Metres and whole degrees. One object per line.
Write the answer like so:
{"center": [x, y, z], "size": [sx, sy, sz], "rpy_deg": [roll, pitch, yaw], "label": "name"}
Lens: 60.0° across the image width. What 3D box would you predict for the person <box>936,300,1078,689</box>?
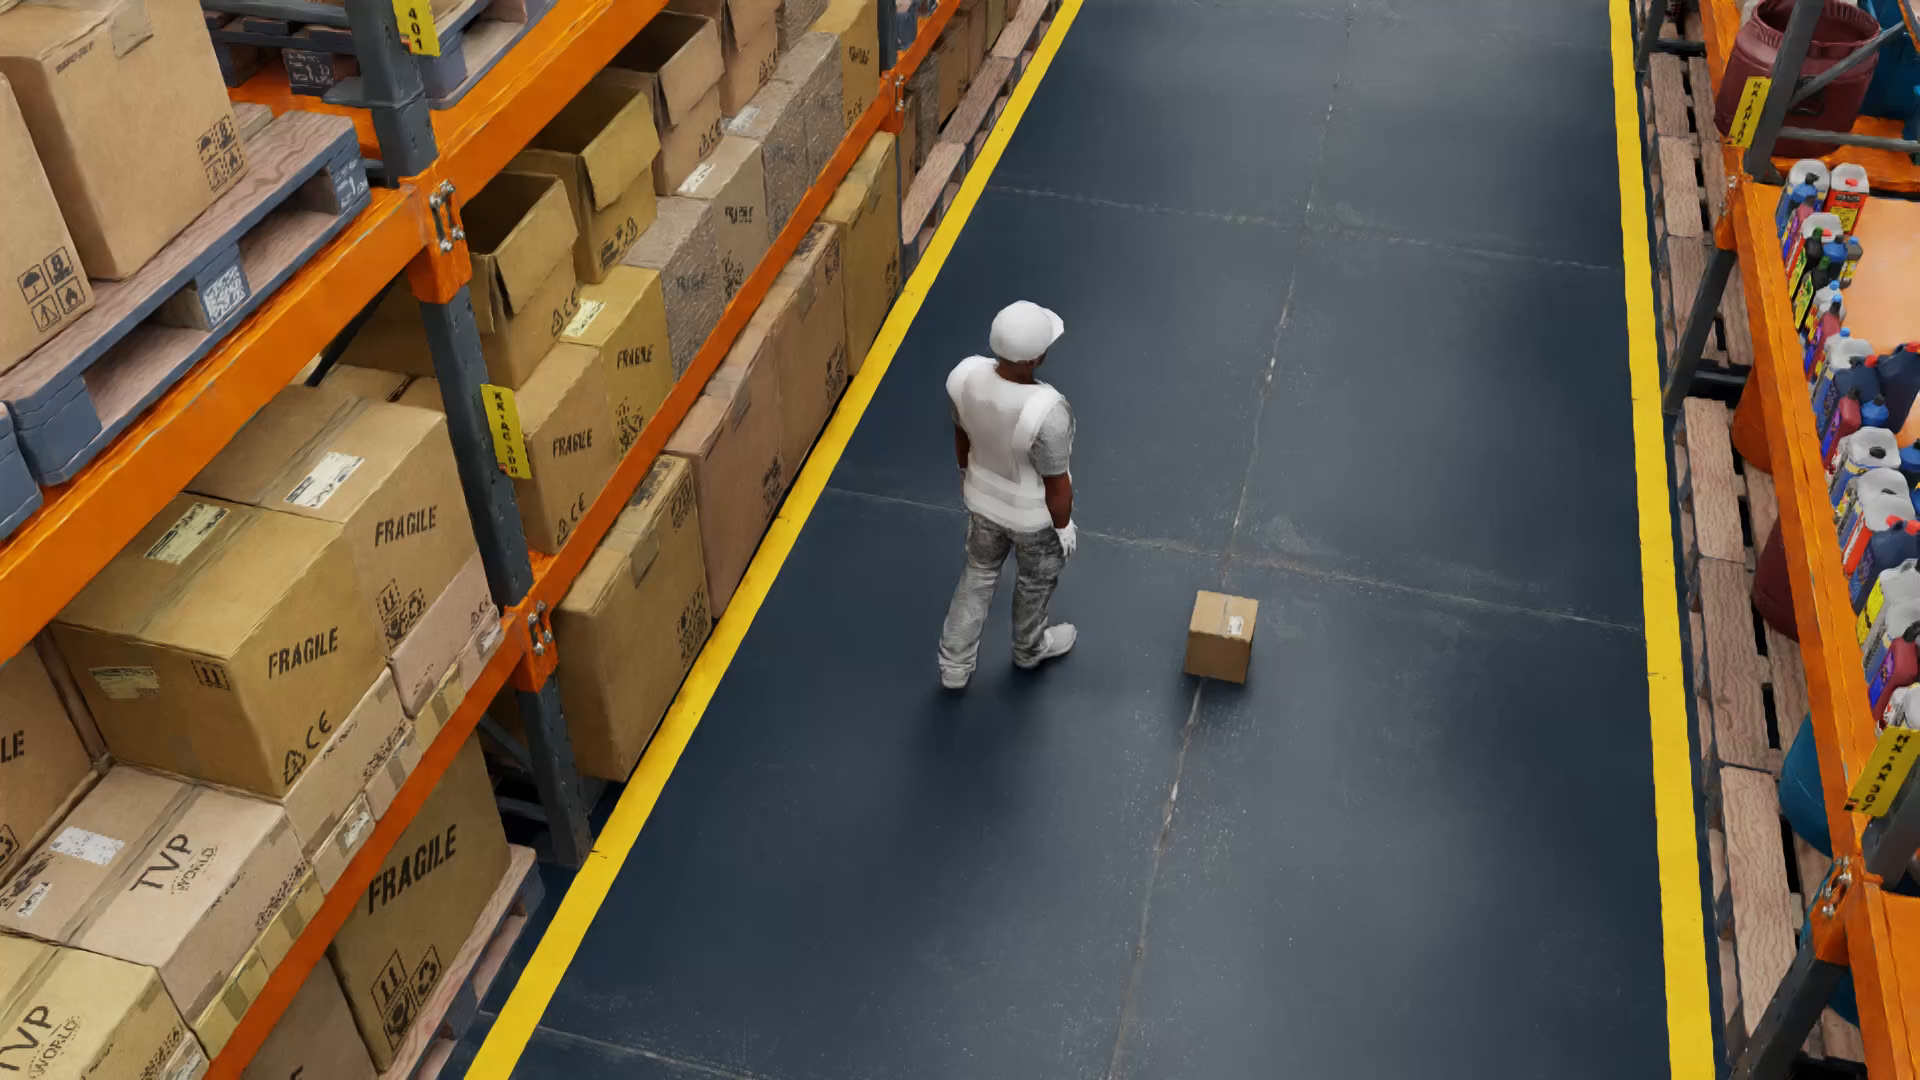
{"center": [0.203, -0.149, 6.305], "size": [0.565, 1.787, 0.649], "rpy_deg": [28, 48, 28], "label": "person"}
